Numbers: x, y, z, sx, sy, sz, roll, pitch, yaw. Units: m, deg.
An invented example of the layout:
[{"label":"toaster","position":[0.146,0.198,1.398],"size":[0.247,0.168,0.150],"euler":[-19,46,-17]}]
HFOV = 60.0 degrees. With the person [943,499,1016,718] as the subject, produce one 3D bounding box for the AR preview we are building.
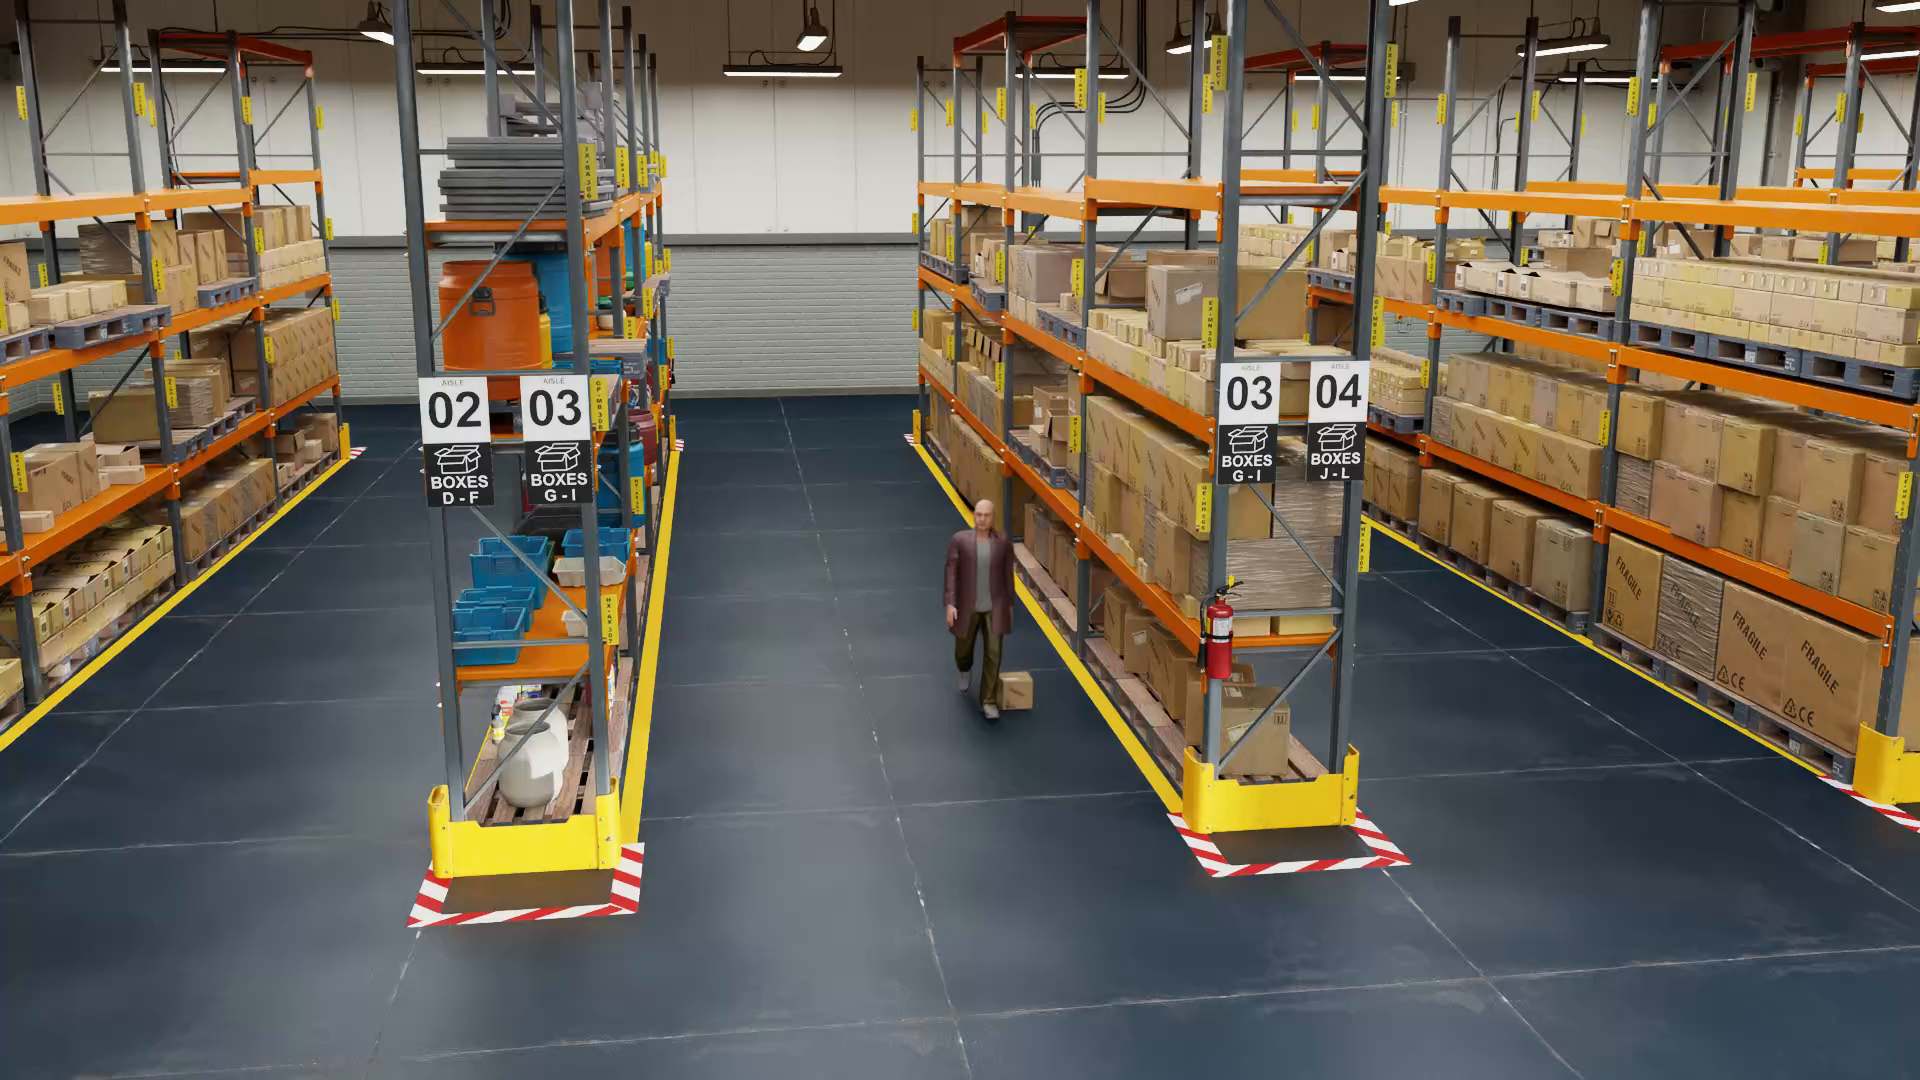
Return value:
[{"label":"person","position":[0.155,0.526,13.640],"size":[0.601,1.753,0.815],"euler":[-1,13,-3]}]
